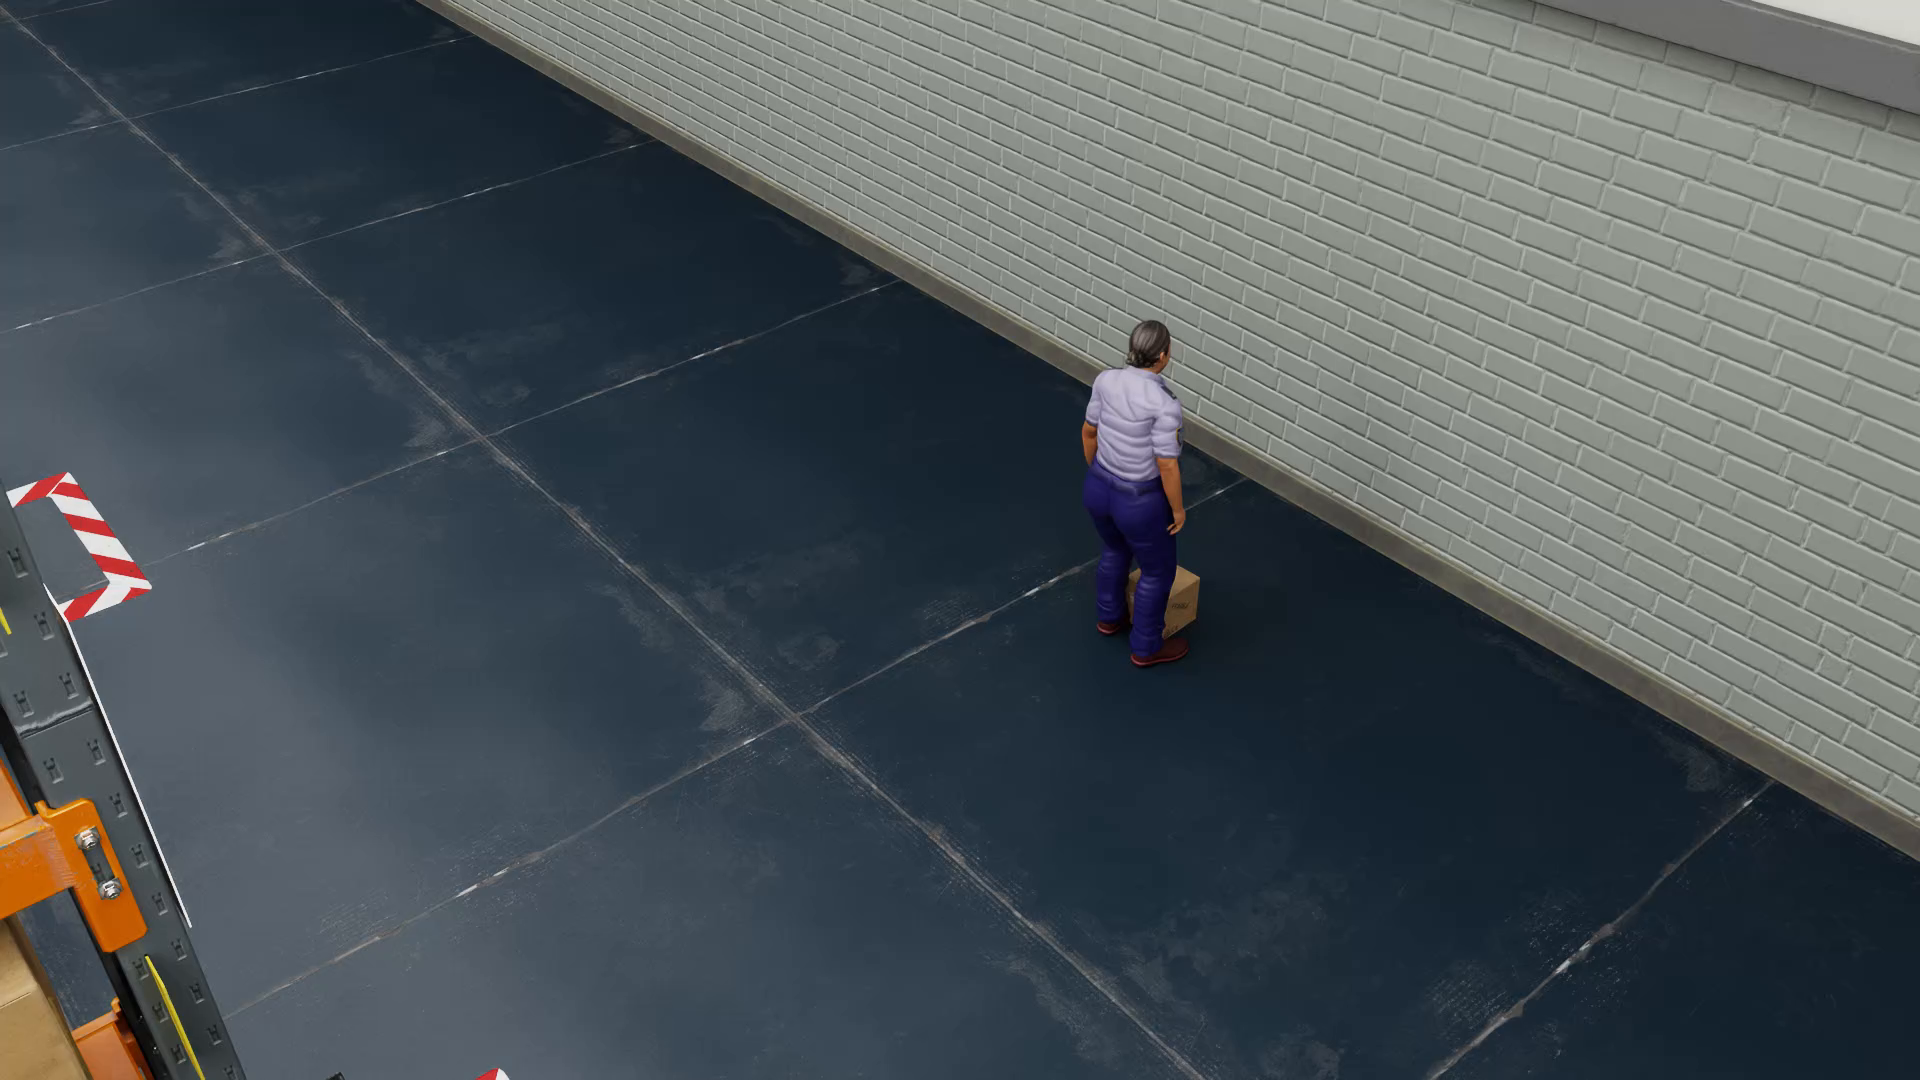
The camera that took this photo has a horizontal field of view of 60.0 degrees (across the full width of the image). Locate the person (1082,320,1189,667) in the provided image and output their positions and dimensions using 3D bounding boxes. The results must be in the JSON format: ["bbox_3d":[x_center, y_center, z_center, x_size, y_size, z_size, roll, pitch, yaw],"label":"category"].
[{"bbox_3d":[0.794,-0.210,7.371,0.426,1.651,0.563,-29,45,-34],"label":"person"}]
